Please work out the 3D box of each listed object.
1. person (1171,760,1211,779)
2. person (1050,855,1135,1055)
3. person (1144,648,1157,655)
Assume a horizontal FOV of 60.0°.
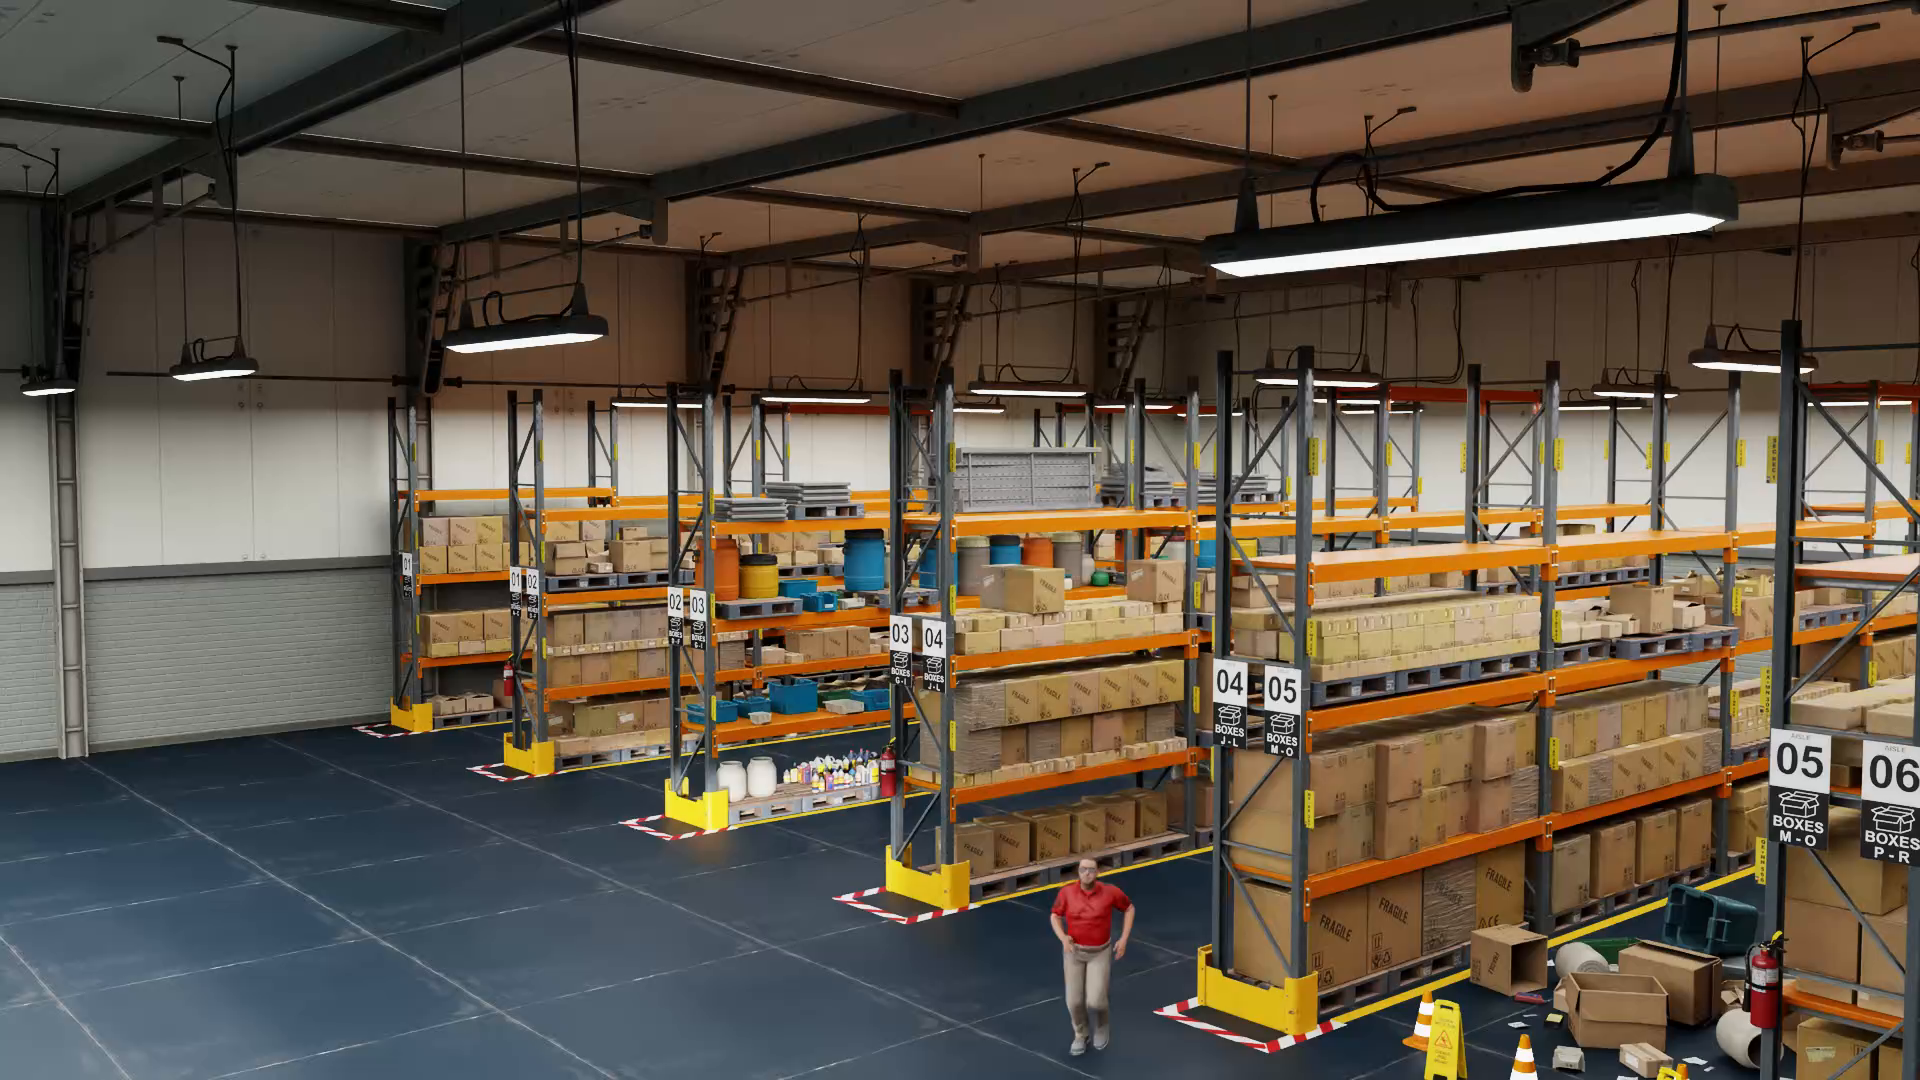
[{"bbox_3d":[3.298,2.870,24.005,0.968,1.747,0.710,-3,4,-42],"label":"person"},{"bbox_3d":[1.092,3.504,13.986,0.699,1.696,0.604,1,3,13],"label":"person"},{"bbox_3d":[3.699,2.394,32.532,0.688,1.721,0.582,3,4,41],"label":"person"}]
